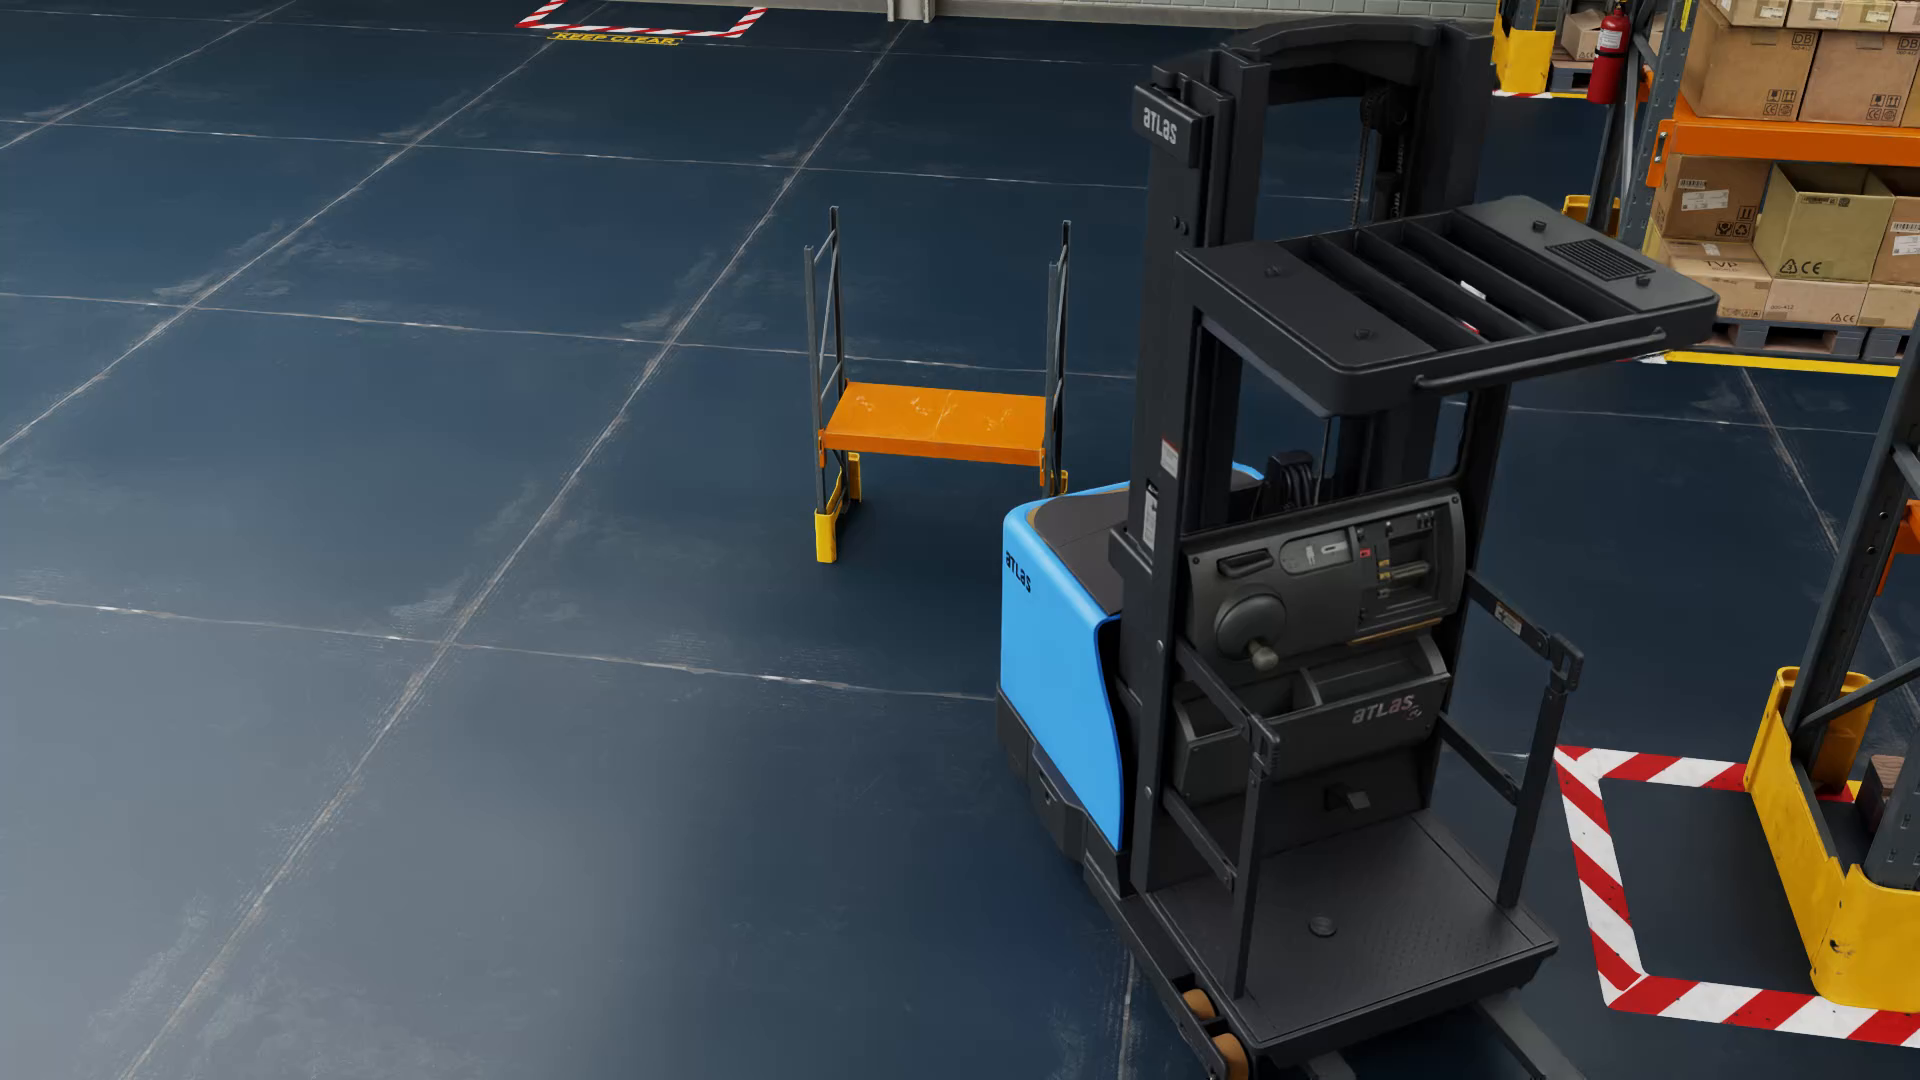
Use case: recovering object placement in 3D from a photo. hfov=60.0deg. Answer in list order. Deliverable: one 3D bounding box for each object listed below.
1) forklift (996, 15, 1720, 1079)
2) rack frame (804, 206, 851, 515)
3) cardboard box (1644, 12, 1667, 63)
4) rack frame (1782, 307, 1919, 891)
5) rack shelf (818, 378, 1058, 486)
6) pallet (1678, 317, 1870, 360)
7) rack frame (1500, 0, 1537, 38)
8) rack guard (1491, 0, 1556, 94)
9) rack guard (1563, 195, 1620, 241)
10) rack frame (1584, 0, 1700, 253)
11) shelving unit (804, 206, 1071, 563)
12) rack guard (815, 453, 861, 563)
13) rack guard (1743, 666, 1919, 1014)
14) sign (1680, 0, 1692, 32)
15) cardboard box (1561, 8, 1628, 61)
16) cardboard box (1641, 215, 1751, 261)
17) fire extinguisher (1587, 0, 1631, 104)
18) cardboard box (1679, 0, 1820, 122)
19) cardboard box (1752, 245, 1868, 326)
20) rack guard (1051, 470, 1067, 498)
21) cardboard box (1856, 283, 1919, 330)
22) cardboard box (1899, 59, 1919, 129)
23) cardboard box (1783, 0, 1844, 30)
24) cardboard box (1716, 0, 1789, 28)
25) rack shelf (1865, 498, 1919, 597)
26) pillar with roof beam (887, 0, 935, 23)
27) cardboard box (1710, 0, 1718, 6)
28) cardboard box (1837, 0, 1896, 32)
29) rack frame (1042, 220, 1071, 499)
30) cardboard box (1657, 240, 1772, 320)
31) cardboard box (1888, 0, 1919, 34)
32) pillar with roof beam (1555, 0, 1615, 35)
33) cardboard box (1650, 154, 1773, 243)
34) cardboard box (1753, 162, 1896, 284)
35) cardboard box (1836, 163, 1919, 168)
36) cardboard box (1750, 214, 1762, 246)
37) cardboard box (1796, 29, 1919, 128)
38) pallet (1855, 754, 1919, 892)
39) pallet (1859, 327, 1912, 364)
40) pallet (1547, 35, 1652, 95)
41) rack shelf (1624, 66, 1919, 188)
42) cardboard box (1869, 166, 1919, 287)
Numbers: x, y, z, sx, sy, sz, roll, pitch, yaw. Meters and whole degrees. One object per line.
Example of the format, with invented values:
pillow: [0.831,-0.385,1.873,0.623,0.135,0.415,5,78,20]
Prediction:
forklift: [1.166,0.175,4.709,1.130,2.935,3.031,-12,34,-19]
rack frame: [-0.585,-0.689,7.437,0.032,1.500,0.500,5,32,8]
cardboard box: [5.857,-4.121,13.625,0.500,0.311,0.500,8,33,12]
rack frame: [2.961,-0.052,5.006,0.127,3.000,1.000,5,32,8]
rack shelf: [-0.084,-0.491,7.460,1.000,0.185,0.538,5,32,8]
pallet: [4.559,-1.414,9.810,1.213,0.211,1.003,5,32,8]
rack frame: [4.628,-5.234,13.284,0.127,3.000,1.000,5,32,8]
rack guard: [4.703,-4.167,13.936,0.348,0.500,1.175,5,32,8]
rack guard: [3.774,-1.585,9.811,0.348,0.500,1.175,5,32,8]
rack frame: [3.798,-2.642,9.144,0.127,3.000,1.000,5,32,8]
shelving unit: [-0.075,-0.643,7.363,1.083,1.500,0.587,5,32,8]
rack guard: [-0.566,-0.157,7.766,0.087,0.250,0.587,5,32,8]
rack guard: [3.044,0.990,5.698,0.348,0.500,1.175,5,32,8]
sign: [3.699,-2.753,8.431,0.005,0.325,0.100,5,32,8]
cardboard box: [5.295,-4.171,13.707,0.500,0.311,0.500,2,32,3]
cardboard box: [4.376,-1.762,9.933,0.500,0.250,0.500,5,32,8]
fire extinguisher: [3.760,-2.863,9.570,0.183,0.674,0.296,5,32,8]
cardboard box: [4.256,-2.636,9.041,0.500,0.500,0.700,5,32,8]
cardboard box: [4.783,-1.448,9.432,0.500,0.250,0.500,5,32,8]
rack guard: [0.416,-0.068,7.624,0.087,0.250,0.587,5,32,8]
cardboard box: [5.276,-1.403,9.360,0.500,0.250,0.500,5,32,8]
cardboard box: [5.263,-2.545,8.894,0.500,0.500,0.700,5,32,9]
cardboard box: [4.409,-2.790,8.674,0.250,0.149,0.380,4,32,7]
cardboard box: [4.149,-2.812,8.710,0.250,0.149,0.380,5,32,8]
rack shelf: [4.933,0.431,4.912,4.000,0.370,1.077,5,32,8]
pillar with roof beam: [-1.175,-6.450,9.574,0.400,9.000,9.100,5,32,8]
cardboard box: [4.207,-3.025,9.050,0.250,0.149,0.380,5,32,7]
cardboard box: [4.655,-2.767,8.638,0.250,0.149,0.380,5,32,8]
rack frame: [0.417,-0.598,7.292,0.032,1.500,0.500,5,32,8]
cardboard box: [4.289,-1.491,9.500,0.500,0.250,0.500,5,32,8]
cardboard box: [4.903,-2.743,8.600,0.250,0.149,0.380,5,32,7]
pillar with roof beam: [4.739,-5.915,8.718,0.400,9.000,9.100,5,32,8]
cardboard box: [4.377,-2.081,9.736,0.500,0.500,0.500,5,32,8]
cardboard box: [4.782,-1.765,9.231,0.500,0.500,0.500,5,32,8]
cardboard box: [5.365,-1.999,9.605,0.500,0.500,0.500,5,32,8]
cardboard box: [4.871,-1.723,9.872,0.500,0.250,0.500,5,32,8]
cardboard box: [4.775,-2.592,8.970,0.500,0.500,0.700,6,33,9]
pallet: [3.844,1.187,5.654,1.213,0.211,1.003,5,32,8]
pallet: [5.758,-1.304,9.634,1.213,0.211,1.003,5,32,8]
pallet: [5.498,-3.954,13.868,1.213,0.211,1.003,5,32,8]
rack shelf: [5.770,-2.159,9.050,4.000,0.370,1.077,5,32,8]
cardboard box: [5.278,-1.727,9.171,0.500,0.500,0.500,5,32,8]
